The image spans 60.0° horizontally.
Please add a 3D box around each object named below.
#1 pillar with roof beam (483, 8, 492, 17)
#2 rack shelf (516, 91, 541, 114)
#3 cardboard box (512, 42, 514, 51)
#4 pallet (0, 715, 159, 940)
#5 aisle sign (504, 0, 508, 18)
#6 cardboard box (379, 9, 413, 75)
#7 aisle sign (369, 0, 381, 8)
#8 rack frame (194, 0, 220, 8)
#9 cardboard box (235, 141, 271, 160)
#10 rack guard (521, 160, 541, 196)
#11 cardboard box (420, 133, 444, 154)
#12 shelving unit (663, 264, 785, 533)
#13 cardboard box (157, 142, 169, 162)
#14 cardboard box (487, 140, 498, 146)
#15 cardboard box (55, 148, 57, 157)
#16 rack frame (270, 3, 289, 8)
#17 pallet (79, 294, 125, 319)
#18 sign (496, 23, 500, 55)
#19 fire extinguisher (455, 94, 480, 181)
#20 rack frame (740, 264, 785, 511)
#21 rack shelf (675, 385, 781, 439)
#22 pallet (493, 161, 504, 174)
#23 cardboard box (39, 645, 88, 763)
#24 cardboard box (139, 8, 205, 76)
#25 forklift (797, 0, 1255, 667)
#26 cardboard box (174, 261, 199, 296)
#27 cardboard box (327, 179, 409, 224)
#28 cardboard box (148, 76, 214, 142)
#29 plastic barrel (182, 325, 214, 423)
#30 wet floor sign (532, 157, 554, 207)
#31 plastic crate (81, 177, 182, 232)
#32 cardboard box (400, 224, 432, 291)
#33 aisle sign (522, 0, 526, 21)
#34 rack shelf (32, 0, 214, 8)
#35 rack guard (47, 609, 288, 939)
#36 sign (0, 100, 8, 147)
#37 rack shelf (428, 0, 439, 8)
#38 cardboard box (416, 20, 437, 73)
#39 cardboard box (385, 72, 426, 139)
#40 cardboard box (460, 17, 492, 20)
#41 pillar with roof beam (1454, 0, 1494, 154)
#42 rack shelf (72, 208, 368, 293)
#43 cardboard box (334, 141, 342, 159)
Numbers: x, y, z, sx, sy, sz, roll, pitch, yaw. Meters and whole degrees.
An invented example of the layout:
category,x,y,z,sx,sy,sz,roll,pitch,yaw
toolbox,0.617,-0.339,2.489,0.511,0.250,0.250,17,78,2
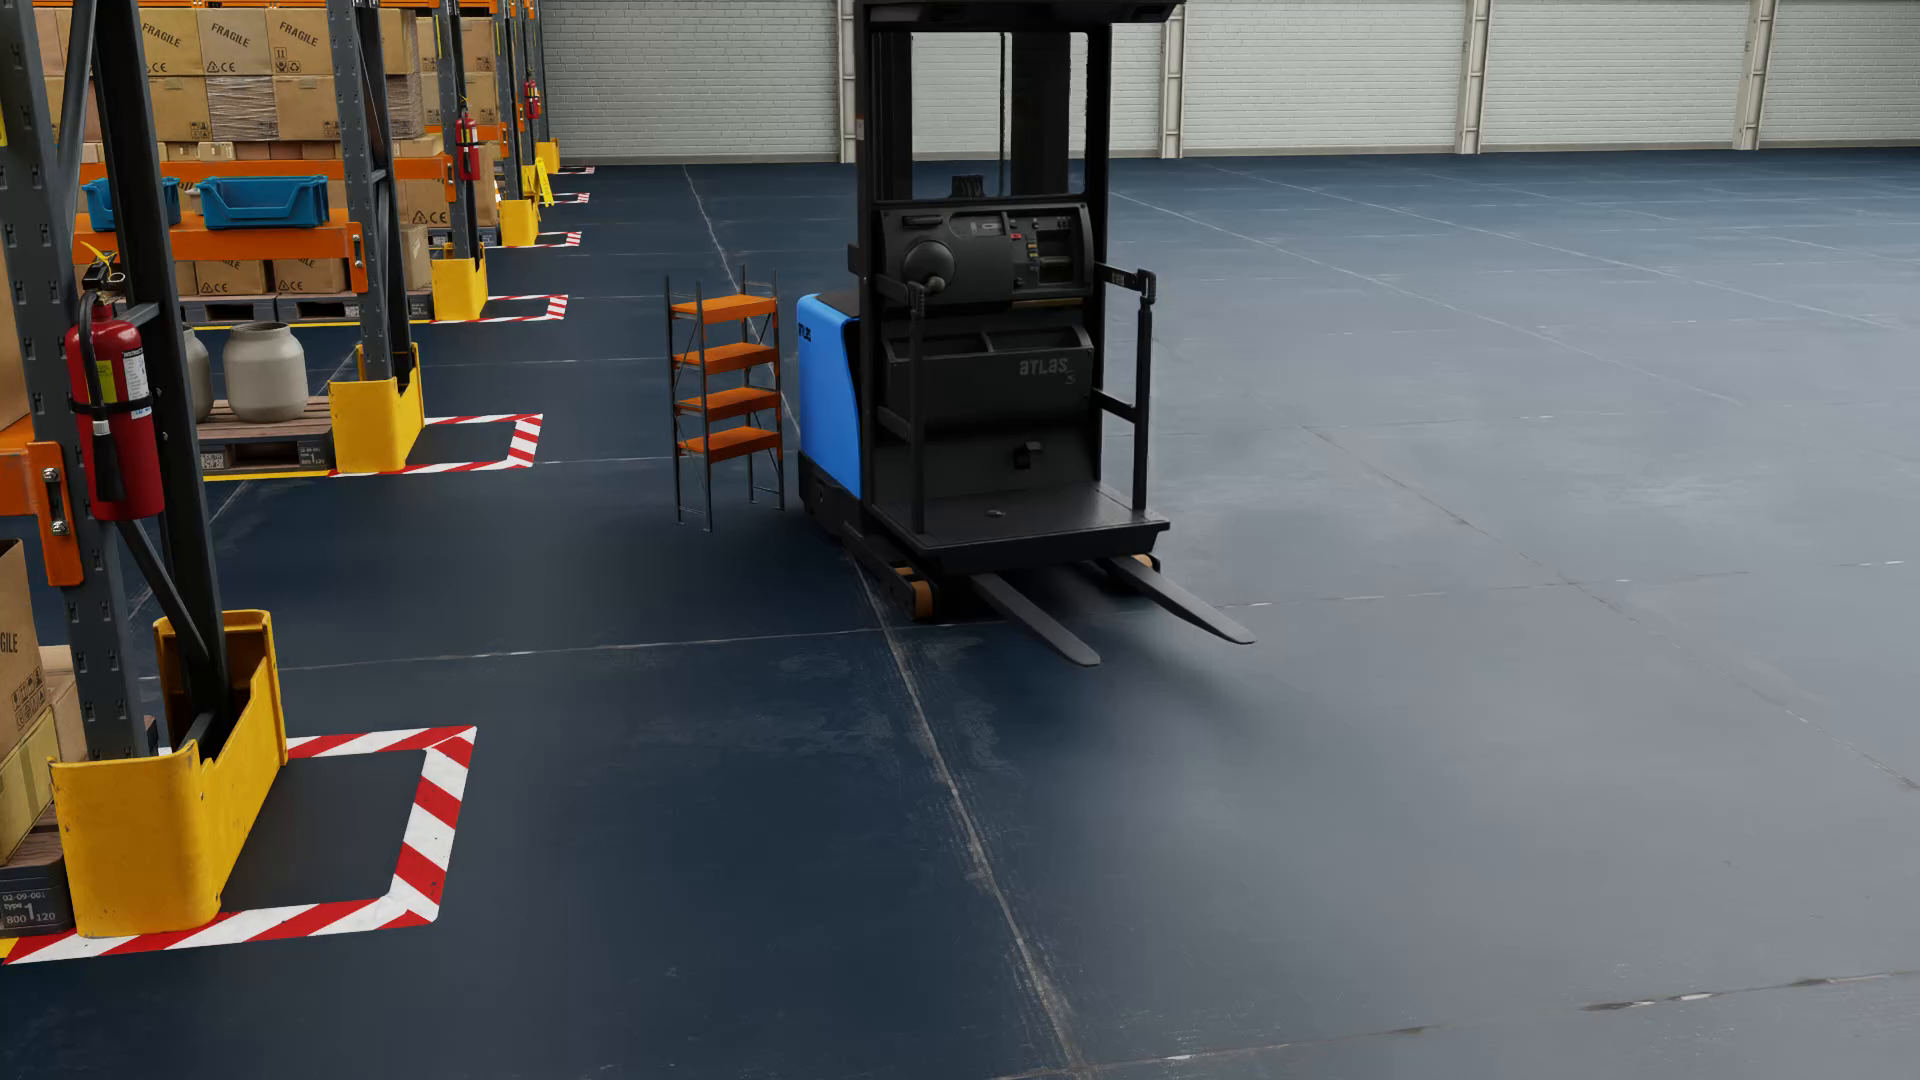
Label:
category,x,y,z,sx,sy,sz,roll,pitch,yaw
pillar with roof beam,-7.045,-9.546,23.566,0.400,9.000,9.100,-3,17,-10
rack shelf,-8.970,-7.243,27.510,4.000,0.370,1.077,-3,17,-10
cardboard box,-7.318,-8.118,27.351,0.250,0.149,0.380,-3,17,-10
pallet,-3.049,0.833,4.741,1.213,0.211,1.003,-3,17,-10
aisle sign,-4.897,-6.007,17.831,0.004,0.787,0.394,-3,17,-10
cardboard box,-4.675,-3.977,13.271,0.500,0.500,0.500,-3,17,-10
aisle sign,-3.227,-3.314,9.066,0.004,0.787,0.394,-3,17,-10
rack frame,-9.989,-6.045,22.384,0.127,3.000,1.000,-3,17,-10
cardboard box,-5.646,-3.141,13.357,0.250,0.149,0.380,-3,17,-10
rack guard,-6.136,-5.069,23.462,0.348,0.500,1.175,-3,17,-10
cardboard box,-4.507,-3.344,14.017,0.250,0.149,0.380,-3,17,-10
shelving unit,-1.126,-0.688,8.010,0.258,1.200,0.503,13,21,37
cardboard box,-6.370,-3.081,13.161,0.250,0.149,0.380,-3,17,-10
cardboard box,-7.920,-6.682,27.573,0.500,0.250,0.500,-3,17,-11
cardboard box,-7.109,-3.042,13.035,0.250,0.149,0.380,-3,17,-10
rack frame,-10.934,-7.476,27.042,0.127,3.000,1.000,-3,17,-10
pallet,-7.456,-1.903,13.647,1.213,0.211,1.003,-3,17,-10
sign,-4.934,-5.356,17.765,0.005,0.325,0.100,-3,17,-10
fire extinguisher,-3.982,-3.247,13.408,0.183,0.674,0.296,-3,17,-10
rack frame,-0.974,-0.744,8.191,0.240,1.200,0.015,13,21,37
rack shelf,-1.126,-0.624,8.029,0.258,0.148,0.480,13,21,37
pallet,-7.750,-6.311,27.999,1.213,0.211,1.003,-3,17,-10
cardboard box,-2.875,0.524,4.963,0.500,0.250,0.500,-3,17,-10
cardboard box,-6.148,-3.895,13.004,0.500,0.500,0.500,-3,17,-10
forklift,0.197,-1.210,6.759,1.130,2.935,3.031,-6,18,-20
cardboard box,-6.553,-2.296,13.720,0.500,0.500,0.500,-5,18,-15
cardboard box,-6.540,-3.925,18.385,0.875,0.875,0.875,-4,17,-11
cardboard box,-6.187,-3.476,13.343,0.500,0.500,0.875,-3,17,-10
plastic barrel,-4.366,-0.908,9.181,0.421,0.512,0.421,0,17,0
wet floor sign,-5.672,-4.844,22.485,0.232,0.644,0.267,3,17,9
plastic crate,-4.315,-1.763,8.697,0.408,0.251,0.499,-3,17,-10
cardboard box,-4.798,-2.387,14.016,0.500,0.500,0.500,0,17,0
aisle sign,-6.059,-7.603,23.030,0.004,0.787,0.394,-3,17,-10
rack shelf,-11.952,-7.024,21.686,4.000,0.370,1.077,-3,17,-10
rack guard,-2.282,0.639,4.881,0.348,0.500,1.175,-3,17,-10
sign,-2.217,-1.064,3.793,0.005,0.325,0.100,-3,17,-10
rack shelf,-6.145,-4.389,13.111,4.000,0.370,1.077,-3,17,-10
cardboard box,-5.917,-5.368,18.084,0.550,0.550,0.875,-3,17,-10
cardboard box,-4.727,-3.578,13.676,0.500,0.500,0.875,-3,17,-10
cardboard box,-6.522,-6.844,22.607,0.500,0.500,0.700,-4,17,-12
pillar with roof beam,10.628,-10.549,26.830,0.400,9.000,9.100,-3,17,-10
rack shelf,-5.206,-1.528,8.902,4.000,0.370,1.077,-3,17,-10
cardboard box,-4.903,-3.173,13.461,0.250,0.149,0.380,-3,17,-10
